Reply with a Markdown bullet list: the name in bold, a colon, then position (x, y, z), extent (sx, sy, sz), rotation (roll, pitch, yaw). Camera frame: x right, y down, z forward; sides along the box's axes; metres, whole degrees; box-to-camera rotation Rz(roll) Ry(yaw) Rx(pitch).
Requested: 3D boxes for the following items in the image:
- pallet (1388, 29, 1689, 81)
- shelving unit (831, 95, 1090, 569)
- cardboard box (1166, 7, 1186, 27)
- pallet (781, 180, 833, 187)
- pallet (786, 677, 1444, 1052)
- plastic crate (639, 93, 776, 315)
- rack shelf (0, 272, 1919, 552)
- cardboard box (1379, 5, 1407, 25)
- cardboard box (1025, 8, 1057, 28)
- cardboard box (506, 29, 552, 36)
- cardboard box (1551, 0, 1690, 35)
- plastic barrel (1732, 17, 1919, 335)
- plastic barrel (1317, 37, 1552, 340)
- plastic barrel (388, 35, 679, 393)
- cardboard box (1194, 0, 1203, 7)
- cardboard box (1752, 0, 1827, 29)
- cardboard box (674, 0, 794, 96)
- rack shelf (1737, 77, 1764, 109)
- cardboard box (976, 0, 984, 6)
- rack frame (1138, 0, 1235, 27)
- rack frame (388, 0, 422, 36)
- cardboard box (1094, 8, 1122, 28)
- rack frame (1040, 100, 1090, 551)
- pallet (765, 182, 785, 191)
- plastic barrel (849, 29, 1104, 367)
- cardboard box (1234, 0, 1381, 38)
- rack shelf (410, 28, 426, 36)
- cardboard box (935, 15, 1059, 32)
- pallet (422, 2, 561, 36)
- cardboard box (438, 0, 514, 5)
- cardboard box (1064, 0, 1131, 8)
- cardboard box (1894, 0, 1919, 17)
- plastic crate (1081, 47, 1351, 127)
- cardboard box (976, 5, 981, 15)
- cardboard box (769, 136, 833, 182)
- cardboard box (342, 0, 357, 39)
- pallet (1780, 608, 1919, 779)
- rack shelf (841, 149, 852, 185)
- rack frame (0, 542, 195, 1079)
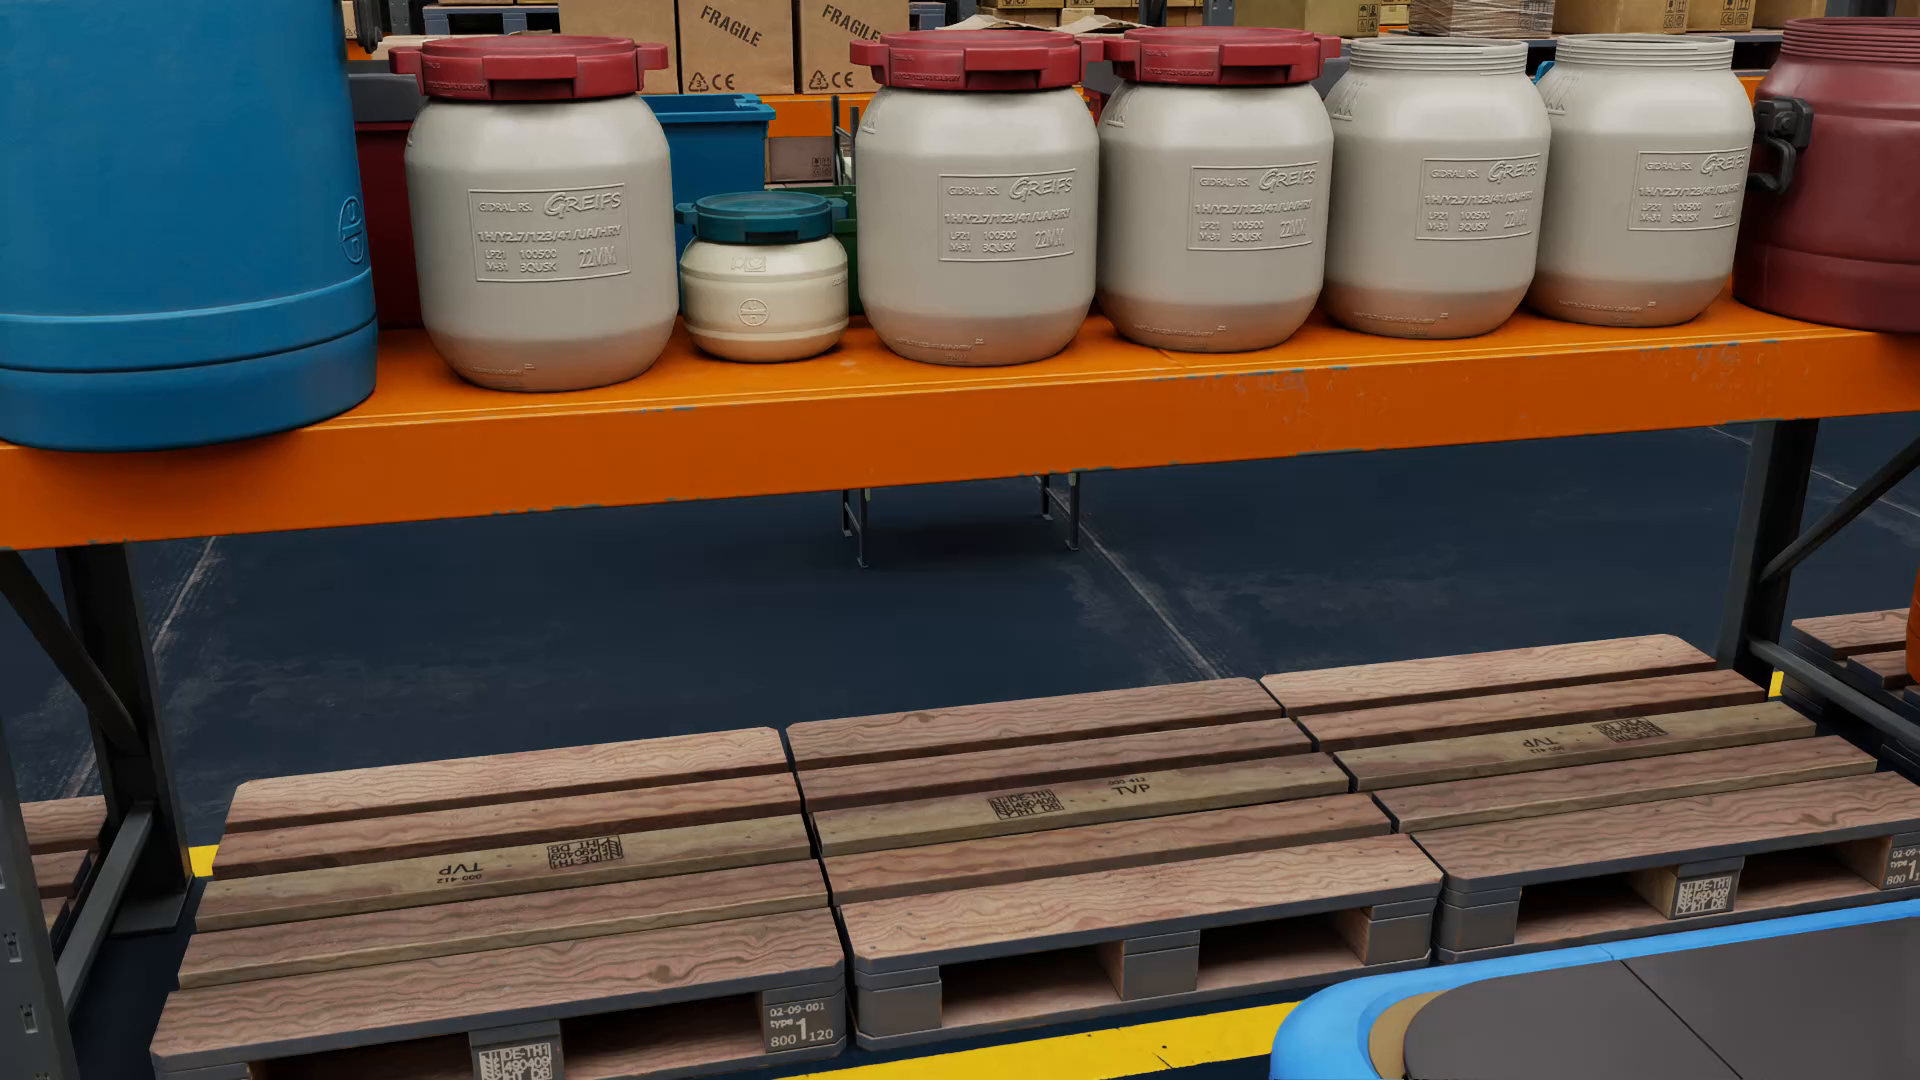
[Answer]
- **pallet**: position (2.982, -2.516, 8.602), extent (1.213, 0.211, 1.003), rotation (-5, 21, -12)
- **shelving unit**: position (-0.006, -0.704, 5.555), extent (0.755, 1.500, 0.431), rotation (-5, 21, -12)
- **cardboard box**: position (1.566, -4.060, 12.874), extent (0.250, 0.149, 0.380), rotation (-4, 21, -12)
- **pallet**: position (-0.814, -2.738, 12.983), extent (1.213, 0.211, 1.003), rotation (-5, 21, -12)
- **pallet**: position (0.279, 0.660, 3.705), extent (1.213, 0.211, 1.003), rotation (-5, 21, -12)
- **plastic crate**: position (-0.664, -0.660, 3.279), extent (0.575, 0.384, 0.392), rotation (-5, 21, -12)
- **rack shelf**: position (0.280, -0.297, 3.309), extent (4.000, 0.370, 1.077), rotation (-5, 21, -12)
- **cardboard box**: position (3.335, -4.168, 13.167), extent (0.250, 0.149, 0.380), rotation (-4, 21, -11)
- **cardboard box**: position (0.568, -3.966, 12.617), extent (0.250, 0.149, 0.380), rotation (-4, 21, -12)
- **cardboard box**: position (-1.989, -2.202, 7.662), extent (0.258, 0.266, 0.396), rotation (-5, 21, -14)
- **cardboard box**: position (3.278, -2.851, 8.482), extent (0.500, 0.500, 0.700), rotation (-10, 23, -26)
- **plastic barrel**: position (1.845, -0.719, 3.217), extent (0.708, 0.536, 0.600), rotation (-5, 21, -12)
- **plastic barrel**: position (0.865, -0.659, 3.090), extent (0.421, 0.512, 0.421), rotation (0, 20, 0)
- **plastic barrel**: position (-0.685, -0.542, 2.737), extent (0.433, 0.535, 0.433), rotation (0, 20, 0)
- **cardboard box**: position (1.978, -4.379, 12.801), extent (0.500, 0.500, 0.500), rotation (-4, 21, -11)
- **cardboard box**: position (4.470, -3.049, 9.022), extent (0.500, 0.500, 0.700), rotation (-13, 24, -31)
- **cardboard box**: position (-1.051, -2.318, 7.637), extent (0.500, 0.500, 0.500), rotation (-5, 21, -12)
- **rack shelf**: position (3.037, -2.272, 8.701), extent (4.000, 0.370, 1.077), rotation (-5, 21, -12)
- **cardboard box**: position (0.346, -4.431, 12.942), extent (0.500, 0.500, 0.500), rotation (-5, 21, -12)
- **rack frame**: position (1.090, -2.451, 8.145), extent (0.127, 3.000, 1.000), rotation (-5, 21, -12)
- **rack frame**: position (-3.946, -3.792, 11.806), extent (0.127, 3.000, 1.000), rotation (-5, 21, -12)
- **cardboard box**: position (1.062, -4.020, 12.764), extent (0.250, 0.149, 0.380), rotation (-5, 21, -13)
- **rack frame**: position (0.350, -0.733, 5.634), extent (0.023, 1.500, 0.400), rotation (-5, 21, -12)
- **pallet**: position (-1.999, -2.643, 12.723), extent (1.213, 0.211, 1.003), rotation (-5, 21, -12)
- **plastic barrel**: position (0.029, -0.600, 2.895), extent (0.433, 0.535, 0.433), rotation (0, 20, 0)
- **cardboard box**: position (1.677, -2.783, 8.295), extent (0.500, 0.500, 0.700), rotation (-12, 24, -31)
- **rack shelf**: position (-2.000, -3.613, 12.362), extent (4.000, 0.370, 1.077), rotation (-5, 21, -12)
- **cardboard box**: position (0.175, -2.403, 8.144), extent (0.500, 0.311, 0.500), rotation (-5, 21, -13)
- **pallet**: position (-3.169, -3.714, 11.872), extent (1.213, 0.211, 1.003), rotation (-5, 21, -12)
- **cardboard box**: position (-3.443, -4.075, 11.792), extent (0.500, 0.500, 0.700), rotation (-5, 21, -12)
- **cardboard box**: position (0.990, -4.296, 12.575), extent (0.500, 0.500, 0.500), rotation (-4, 20, -11)
- **cardboard box**: position (5.410, -2.940, 9.335), extent (0.500, 0.500, 0.500), rotation (-4, 21, -12)
- **plastic crate**: position (0.583, -0.797, 3.537), extent (0.583, 0.464, 0.402), rotation (-5, 21, -12)
- **cardboard box**: position (0.205, -4.112, 13.015), extent (0.250, 0.149, 0.380), rotation (-4, 21, -12)
- **cardboard box**: position (-1.270, -3.066, 12.817), extent (0.500, 0.500, 0.700), rotation (-5, 21, -13)
- **cardboard box**: position (-4.337, -3.592, 11.450), extent (0.500, 0.250, 0.500), rotation (-5, 21, -12)
- **pallet**: position (2.984, 0.440, 4.306), extent (1.213, 0.211, 1.003), rotation (-5, 21, -12)
- **rack shelf**: position (-0.006, -1.070, 5.421), extent (0.720, 0.370, 0.431), rotation (-5, 21, -12)
- **rack frame**: position (-1.666, -0.476, 2.754), extent (0.127, 3.000, 1.000), rotation (-5, 21, -12)
